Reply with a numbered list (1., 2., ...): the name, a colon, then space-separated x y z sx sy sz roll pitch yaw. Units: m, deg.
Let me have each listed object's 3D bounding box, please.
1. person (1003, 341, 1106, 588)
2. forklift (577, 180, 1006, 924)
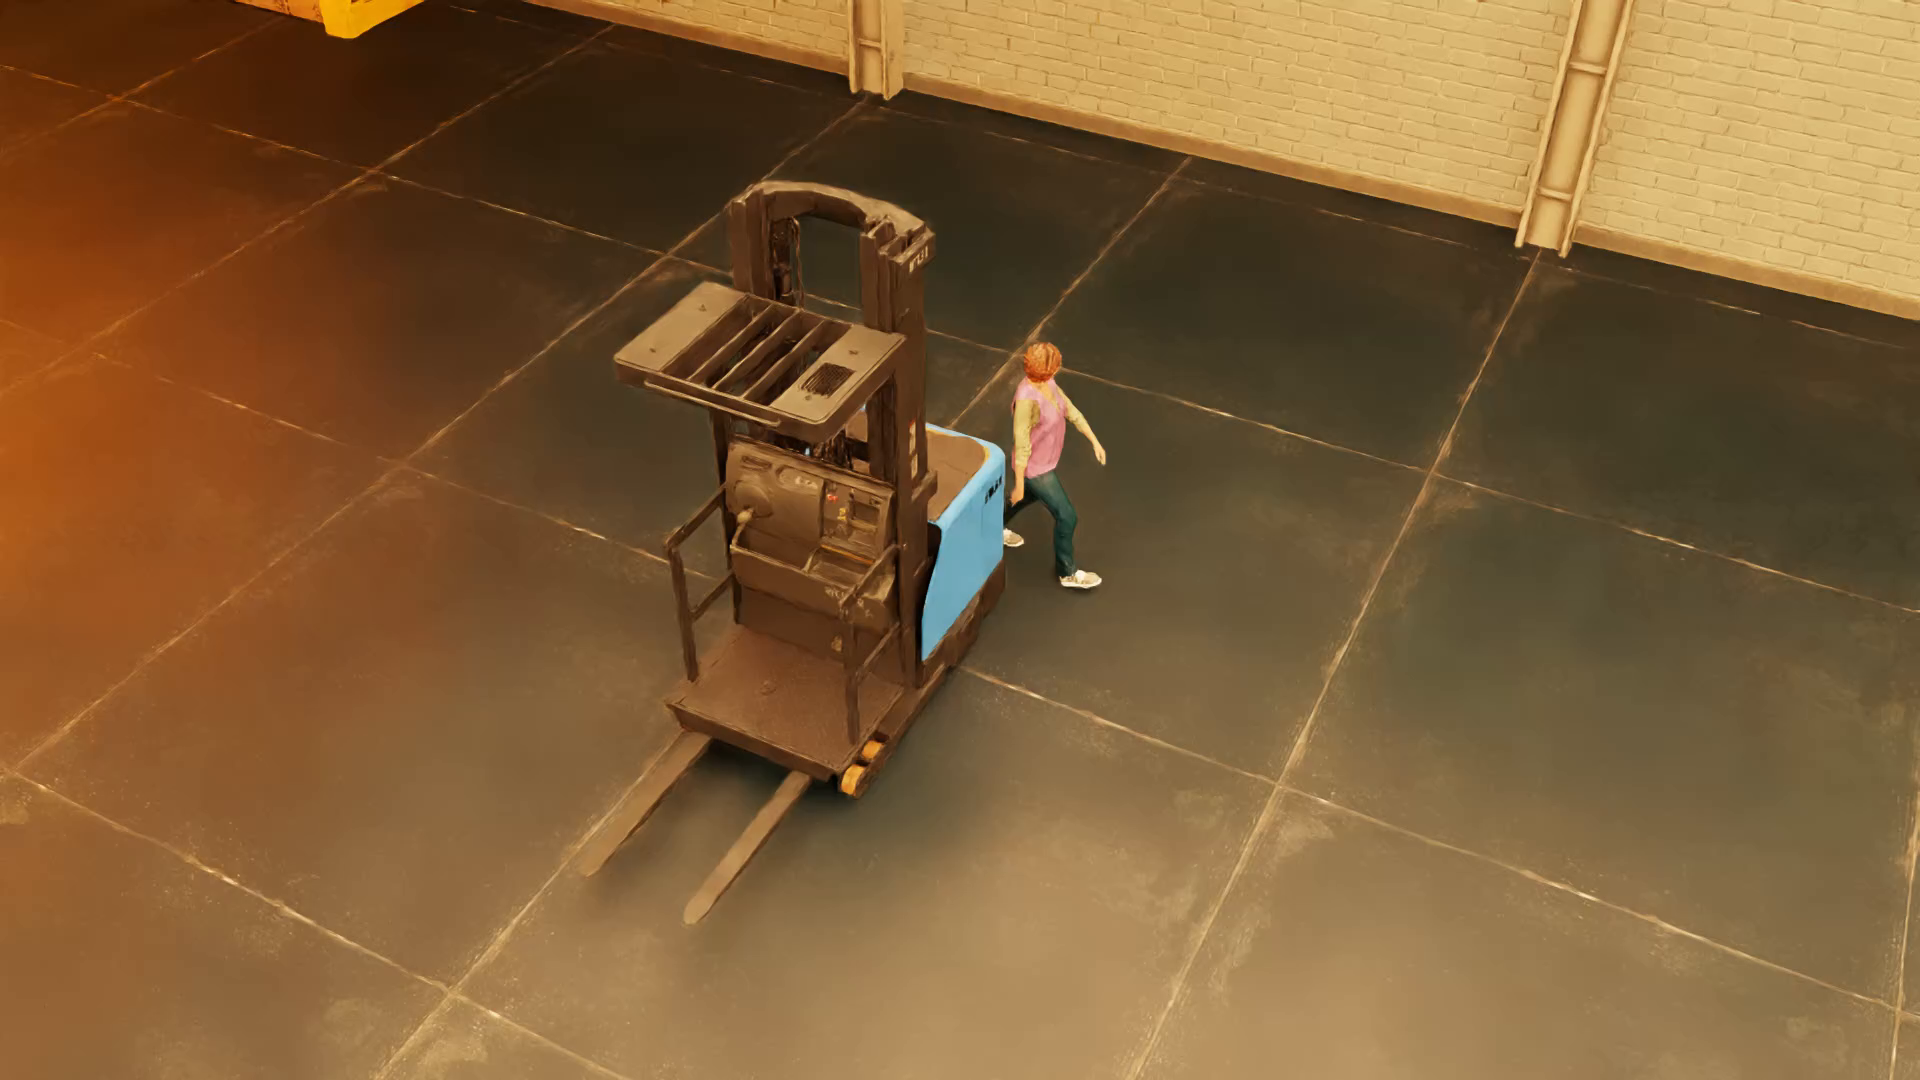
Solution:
1. person: 0.473 -0.423 9.586 0.814 1.523 0.547 8 41 10
2. forklift: -0.858 -0.119 8.127 1.130 2.935 3.031 18 43 21
